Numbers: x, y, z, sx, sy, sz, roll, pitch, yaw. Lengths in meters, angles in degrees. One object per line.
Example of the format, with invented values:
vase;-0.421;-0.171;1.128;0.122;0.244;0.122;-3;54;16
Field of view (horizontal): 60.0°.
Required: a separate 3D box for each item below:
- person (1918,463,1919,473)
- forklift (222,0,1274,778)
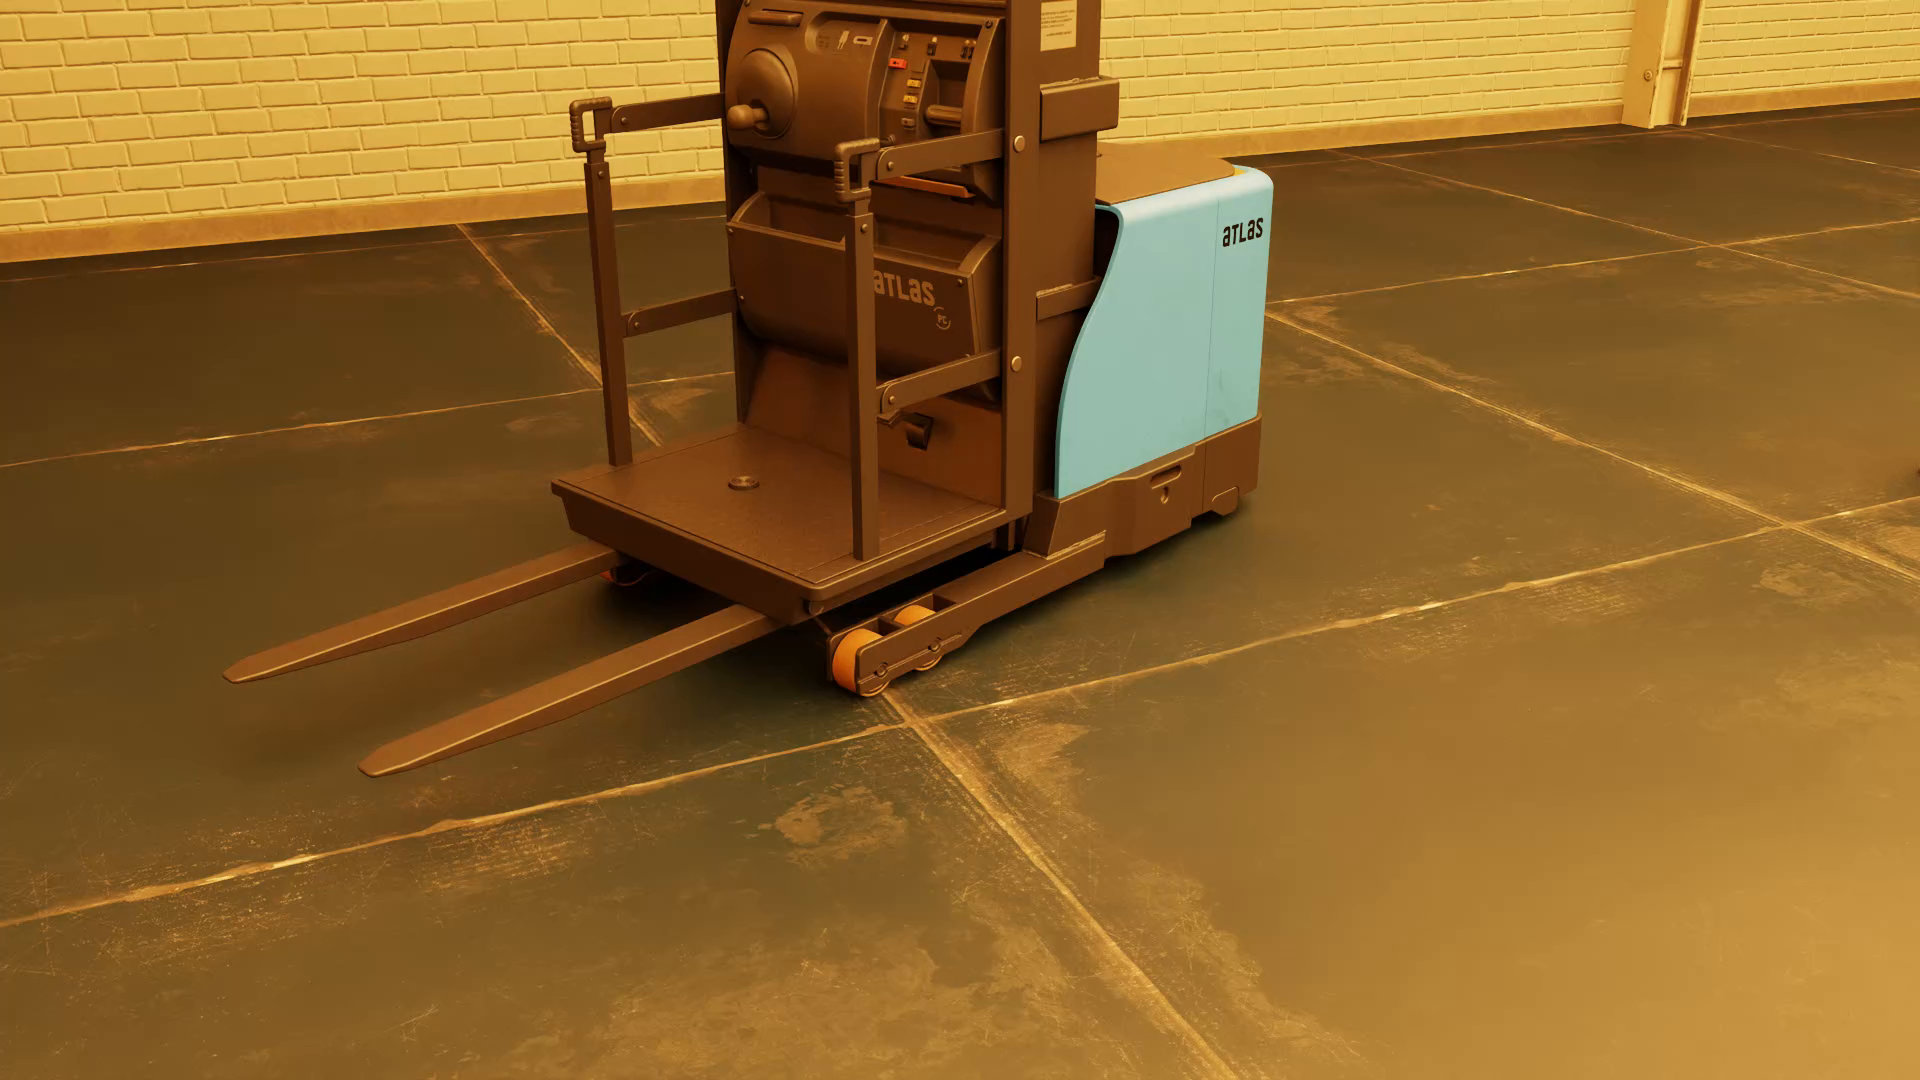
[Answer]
person;3.401;-1.013;5.230;0.454;1.779;0.621;-3;23;-7
forklift;-0.413;-1.182;4.131;1.130;2.935;3.031;19;29;39
